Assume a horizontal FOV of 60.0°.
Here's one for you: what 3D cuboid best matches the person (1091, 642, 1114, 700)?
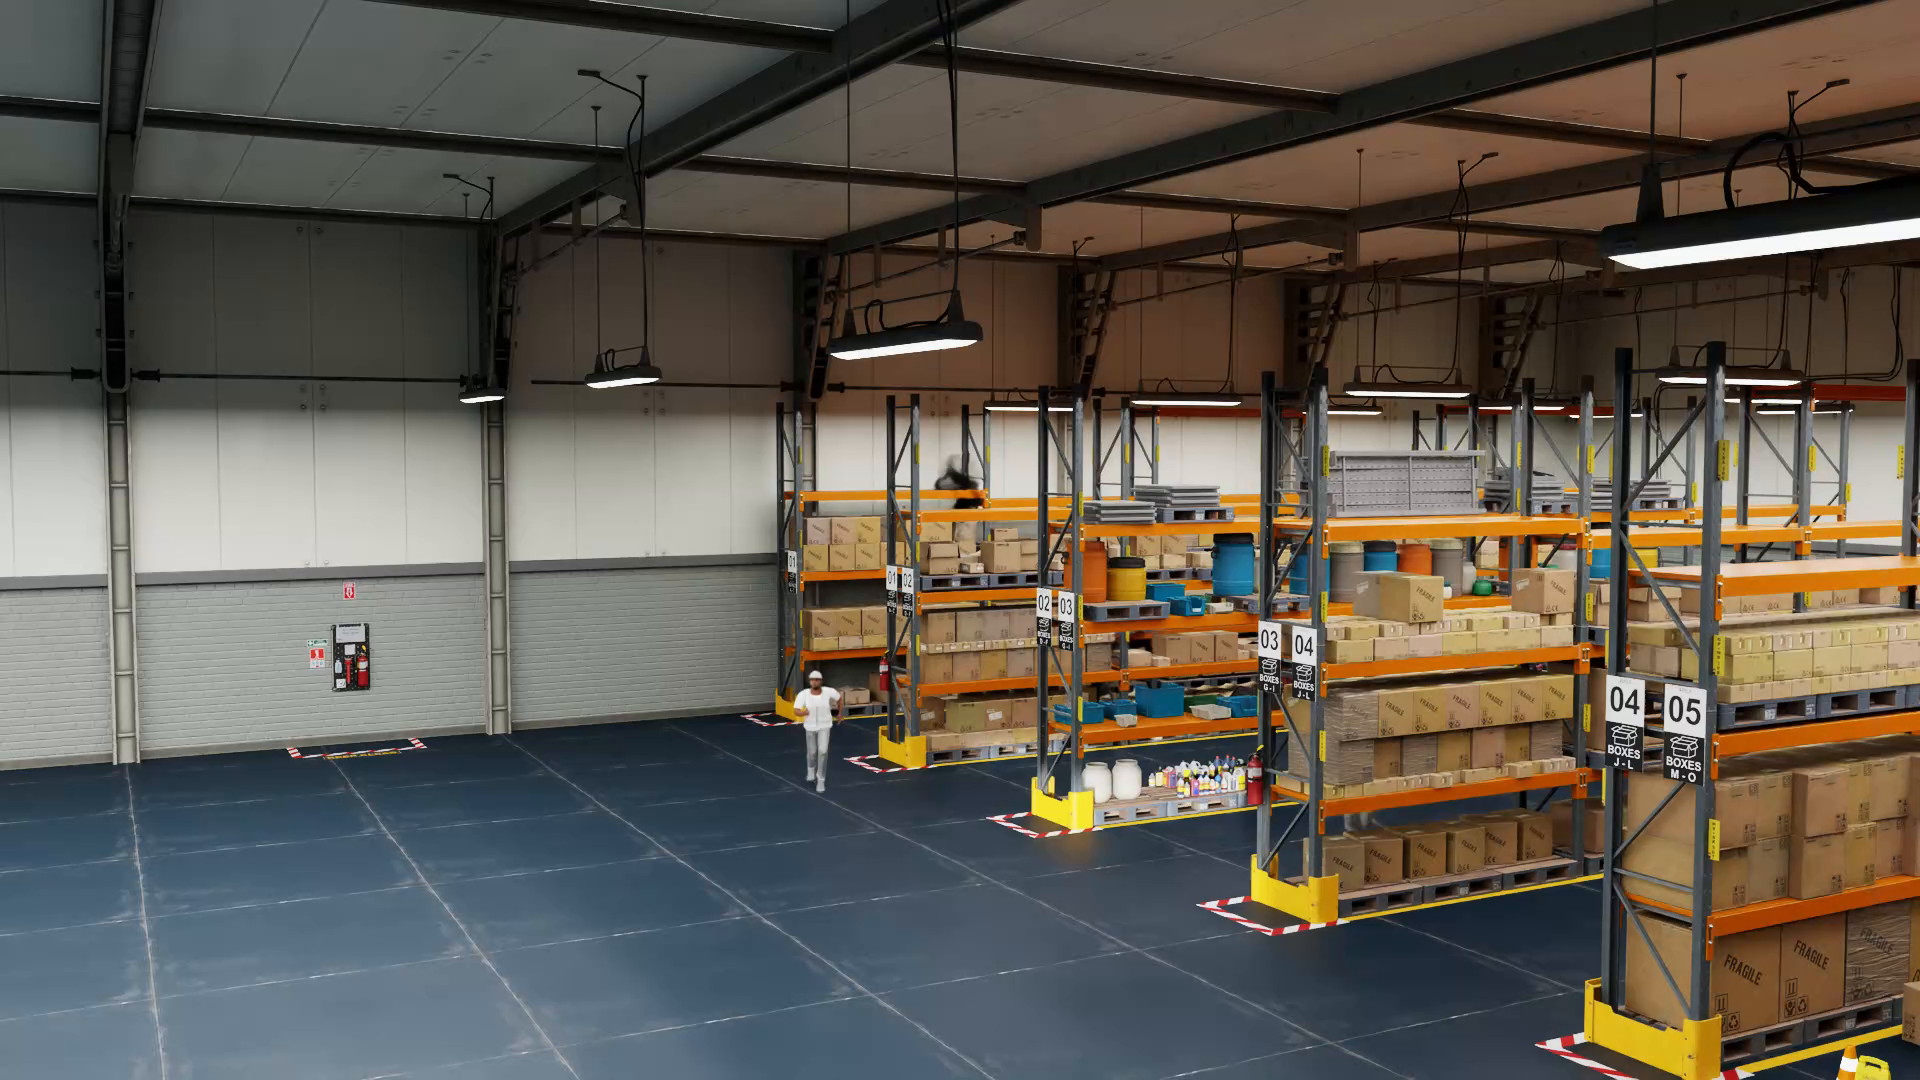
[{"bbox_3d":[2.546,2.301,31.505,0.679,1.751,0.558,-3,4,-38],"label":"person"}]

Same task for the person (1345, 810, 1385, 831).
[{"bbox_3d":[5.051,3.102,20.812,0.802,1.761,0.676,-2,4,-36],"label":"person"}]

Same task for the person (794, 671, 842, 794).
[{"bbox_3d":[-2.141,2.862,25.127,0.713,1.813,0.909,0,3,0],"label":"person"}]
